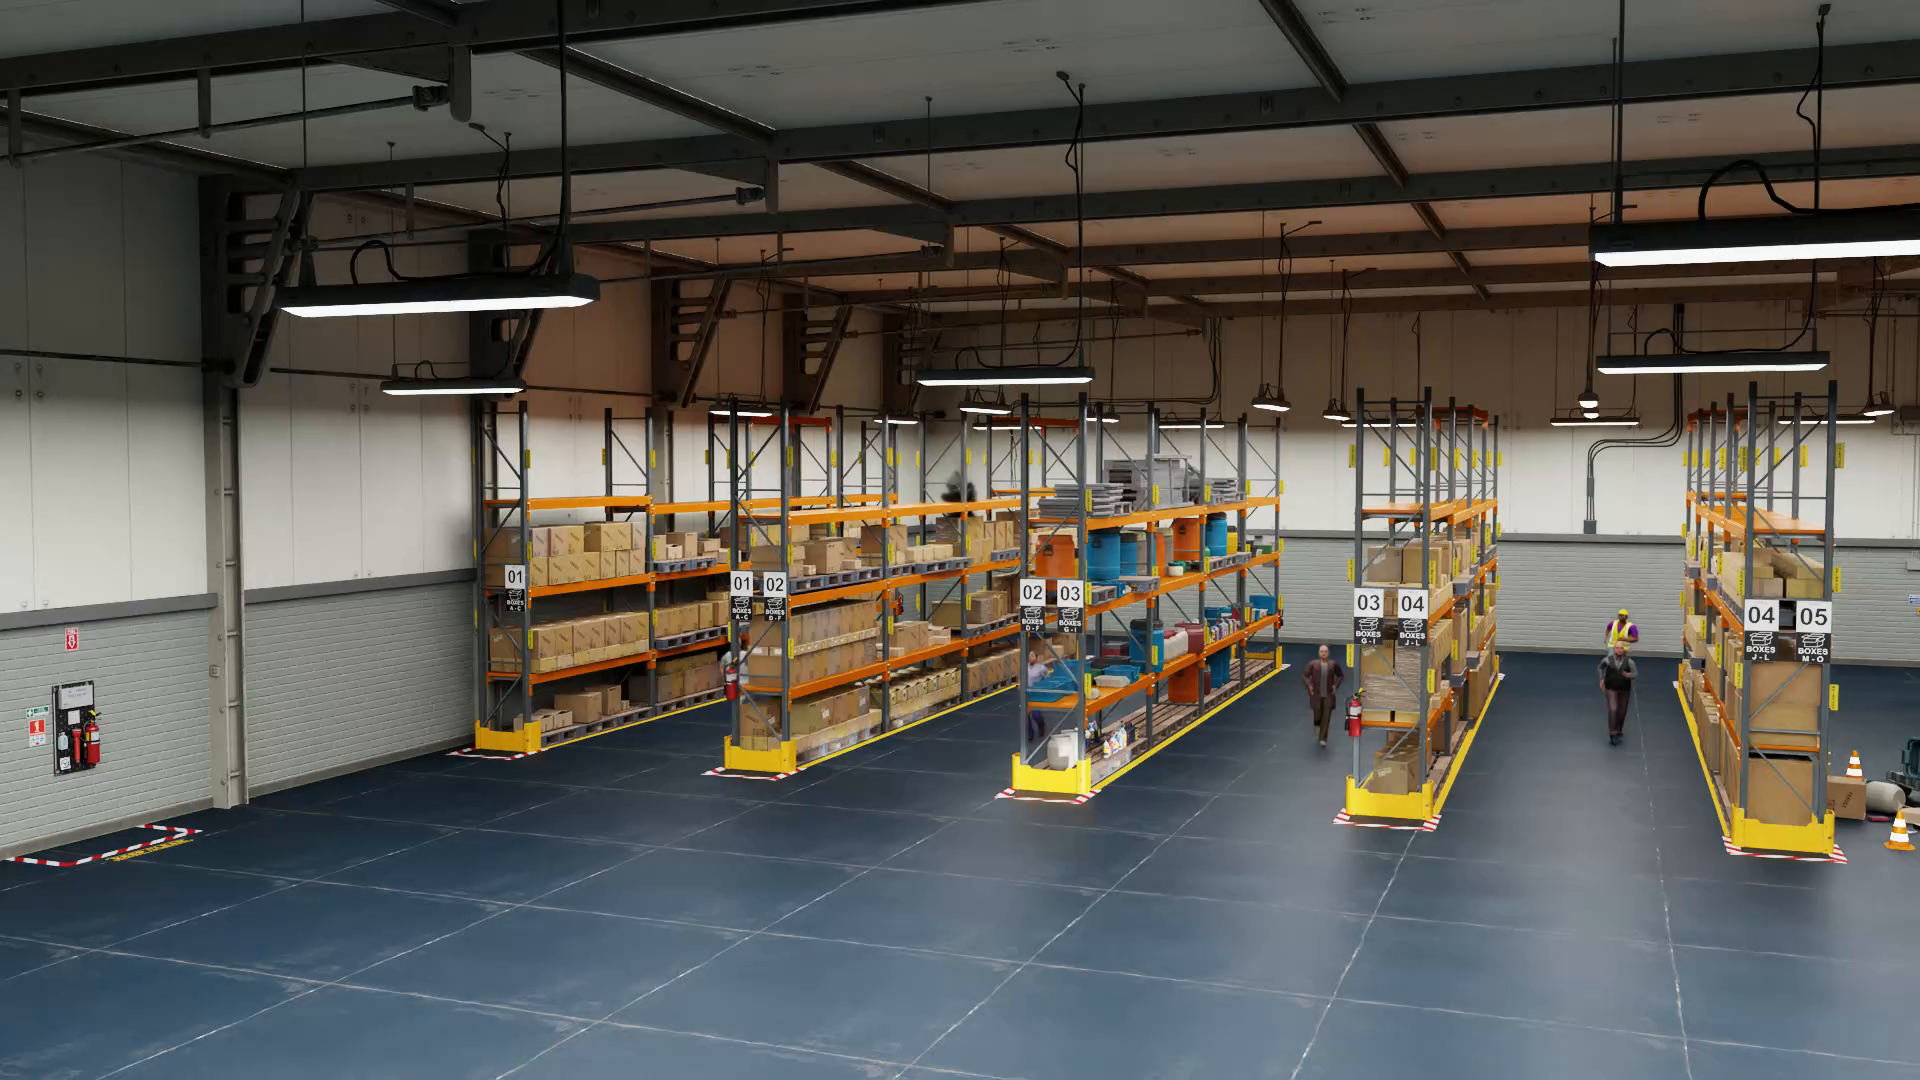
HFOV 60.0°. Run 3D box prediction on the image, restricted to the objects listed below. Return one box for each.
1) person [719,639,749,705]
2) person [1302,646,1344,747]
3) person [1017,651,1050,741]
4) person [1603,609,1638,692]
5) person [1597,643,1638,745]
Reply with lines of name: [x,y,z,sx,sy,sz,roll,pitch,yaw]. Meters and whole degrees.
person: [-4.002,2.646,30.086,0.674,1.817,0.904,1,3,17]
person: [6.340,2.716,29.026,0.728,1.748,0.869,0,3,8]
person: [1.278,2.765,29.525,0.602,1.598,0.568,1,3,20]
person: [14.330,2.380,36.055,0.715,1.775,0.902,2,3,32]
person: [11.642,2.693,29.433,0.638,1.755,0.874,1,3,13]
